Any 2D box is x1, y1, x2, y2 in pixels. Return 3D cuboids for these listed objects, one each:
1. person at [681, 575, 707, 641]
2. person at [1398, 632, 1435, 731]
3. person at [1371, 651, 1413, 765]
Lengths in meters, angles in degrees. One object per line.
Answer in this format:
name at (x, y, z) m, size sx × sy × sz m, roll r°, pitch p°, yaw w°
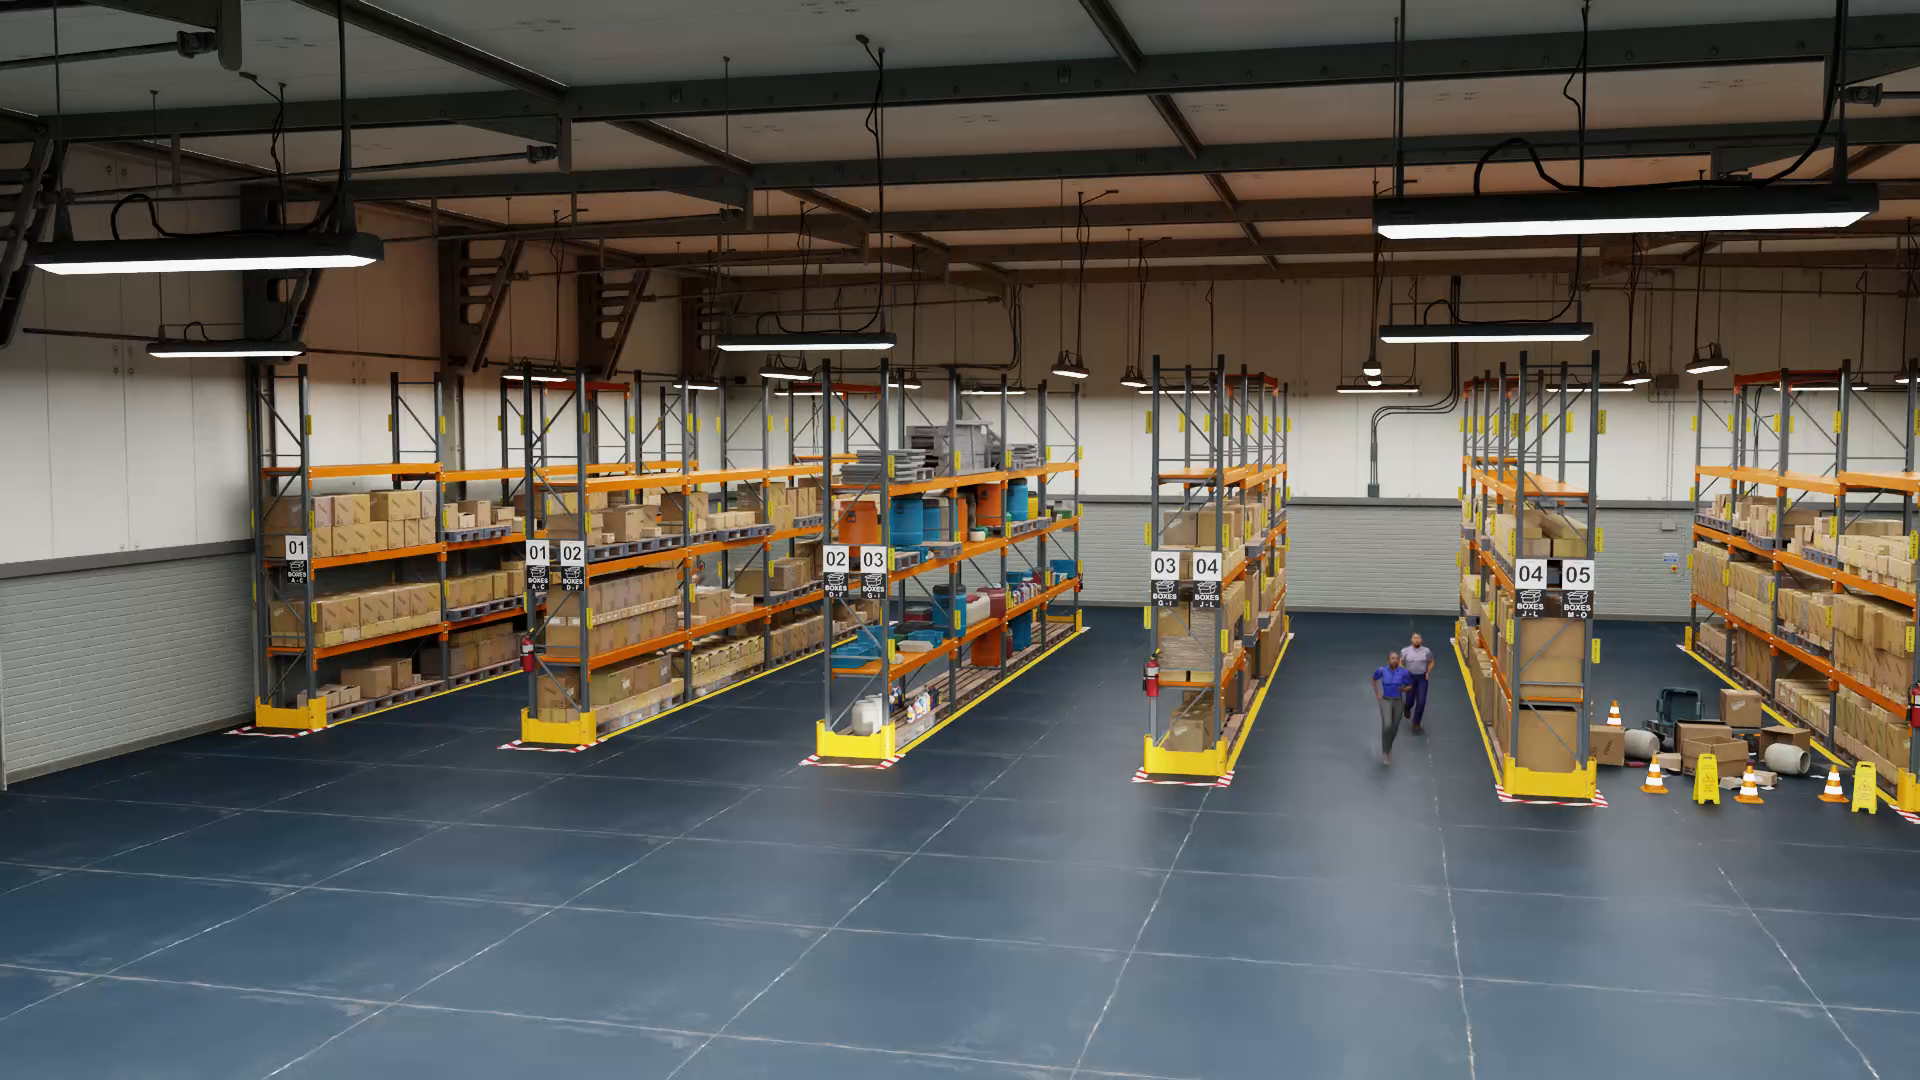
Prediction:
person at (-5.781, 1.633, 36.221) m, size 0.742 × 1.748 × 0.866 m, roll 1°, pitch 4°, yaw 8°
person at (7.536, 2.321, 27.490) m, size 0.614 × 1.609 × 0.575 m, roll 1°, pitch 4°, yaw 9°
person at (6.434, 2.488, 24.763) m, size 0.555 × 1.693 × 0.788 m, roll 0°, pitch 4°, yaw 2°
